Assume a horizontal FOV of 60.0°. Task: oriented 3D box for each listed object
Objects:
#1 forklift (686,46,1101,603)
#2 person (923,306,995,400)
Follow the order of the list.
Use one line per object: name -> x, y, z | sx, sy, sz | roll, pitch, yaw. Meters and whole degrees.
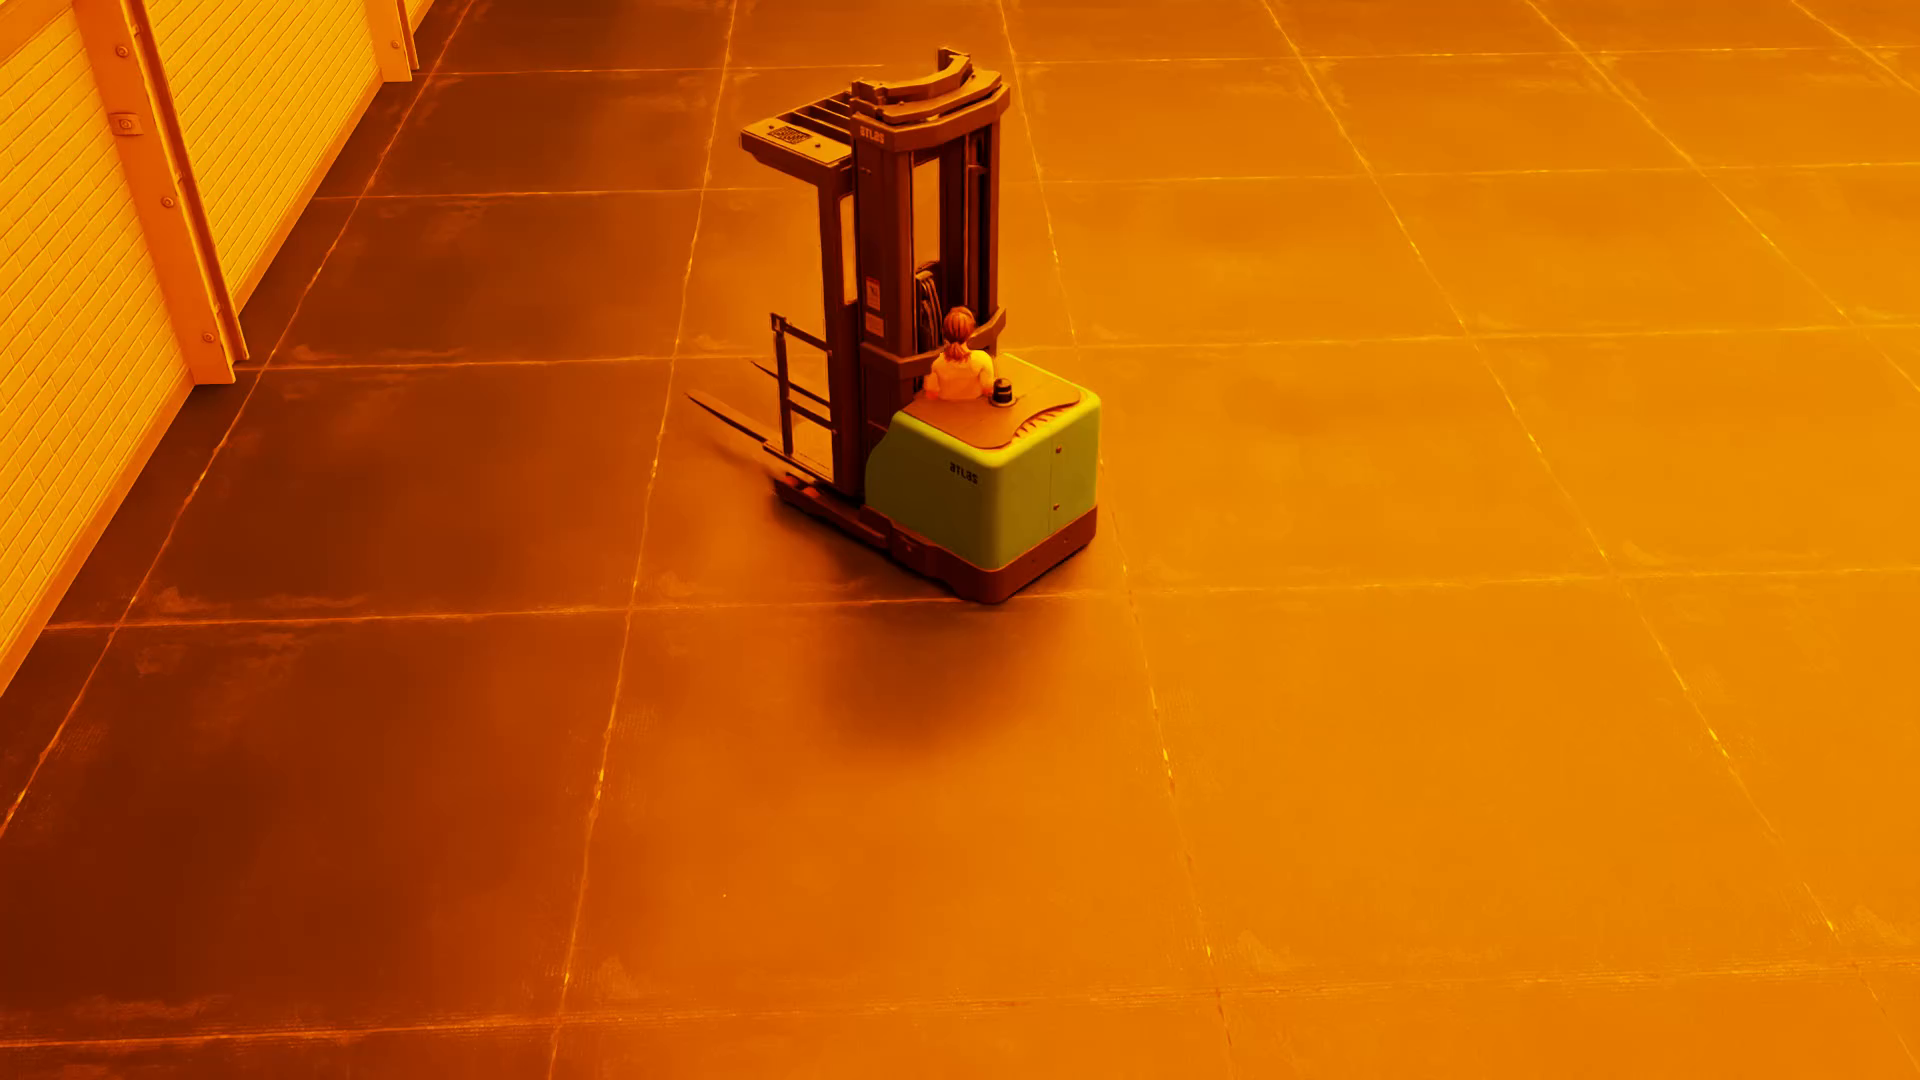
forklift -> -0.567, -1.558, 10.150 | 3.031, 2.935, 1.130 | 29, 45, 33
person -> -0.005, -0.684, 10.022 | 0.437, 1.669, 0.445 | -2, 36, -2
